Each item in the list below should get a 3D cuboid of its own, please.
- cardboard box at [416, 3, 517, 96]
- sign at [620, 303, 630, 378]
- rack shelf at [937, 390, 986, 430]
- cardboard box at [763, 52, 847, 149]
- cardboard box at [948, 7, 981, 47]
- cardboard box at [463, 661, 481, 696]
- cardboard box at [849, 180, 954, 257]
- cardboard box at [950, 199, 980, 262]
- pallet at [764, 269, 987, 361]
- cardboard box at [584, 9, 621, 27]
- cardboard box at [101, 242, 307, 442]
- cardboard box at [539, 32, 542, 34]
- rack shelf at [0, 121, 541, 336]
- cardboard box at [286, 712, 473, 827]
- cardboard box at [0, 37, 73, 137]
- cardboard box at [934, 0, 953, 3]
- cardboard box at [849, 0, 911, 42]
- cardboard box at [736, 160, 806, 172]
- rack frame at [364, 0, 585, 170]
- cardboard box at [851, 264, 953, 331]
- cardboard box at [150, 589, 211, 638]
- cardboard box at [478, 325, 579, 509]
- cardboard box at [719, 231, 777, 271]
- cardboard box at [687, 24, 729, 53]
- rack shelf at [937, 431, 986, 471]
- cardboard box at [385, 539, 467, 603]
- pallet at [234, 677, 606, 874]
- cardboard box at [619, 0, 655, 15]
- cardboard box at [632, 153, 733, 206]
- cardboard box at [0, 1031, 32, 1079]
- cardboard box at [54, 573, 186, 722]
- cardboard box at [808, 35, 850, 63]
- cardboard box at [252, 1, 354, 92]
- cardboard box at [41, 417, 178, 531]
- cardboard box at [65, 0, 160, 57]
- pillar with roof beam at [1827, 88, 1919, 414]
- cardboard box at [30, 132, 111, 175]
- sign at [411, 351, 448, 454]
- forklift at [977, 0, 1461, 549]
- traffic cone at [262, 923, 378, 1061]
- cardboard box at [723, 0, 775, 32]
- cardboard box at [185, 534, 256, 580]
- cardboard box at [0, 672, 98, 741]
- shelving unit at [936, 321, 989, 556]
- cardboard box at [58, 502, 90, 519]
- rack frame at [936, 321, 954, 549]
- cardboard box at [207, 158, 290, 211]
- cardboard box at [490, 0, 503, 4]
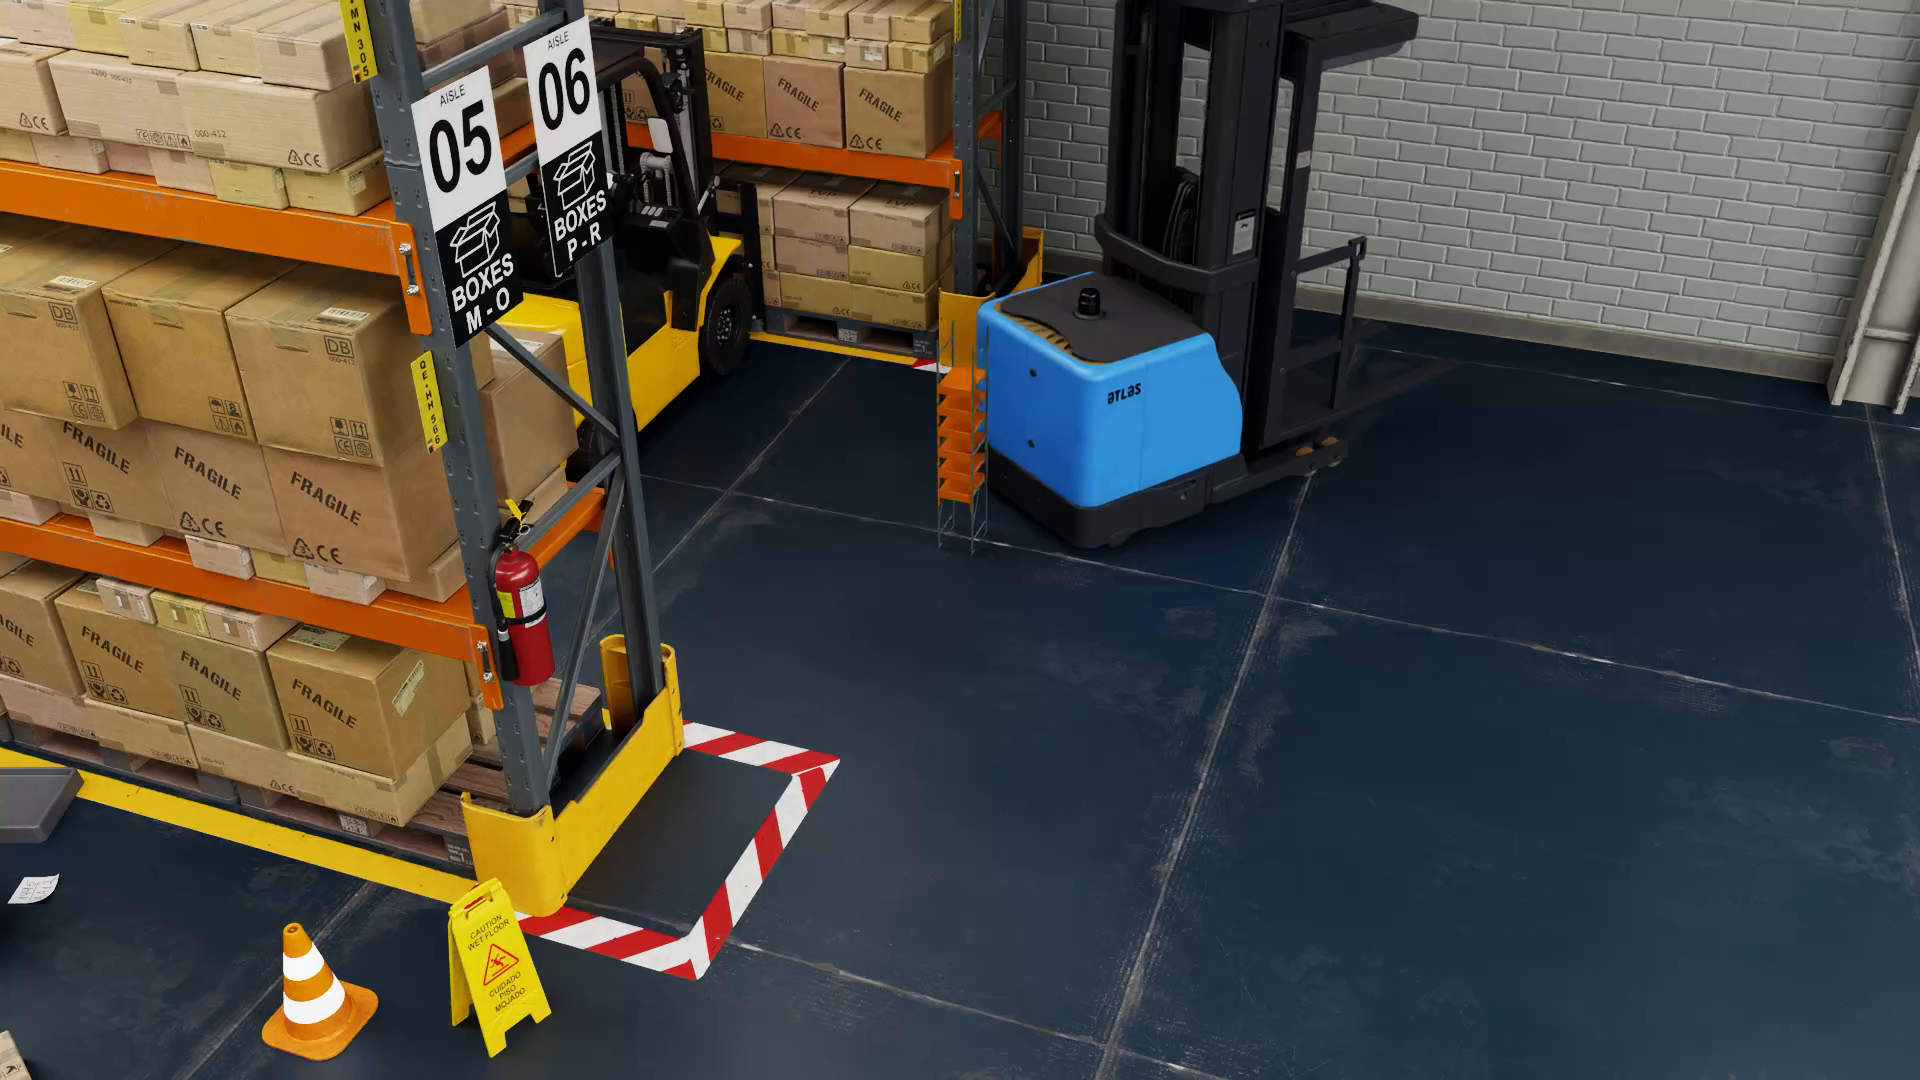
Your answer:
[{"bbox_3d":[-1.868,-1.648,5.635,0.500,0.250,0.500,10,34,16],"label":"cardboard box"},{"bbox_3d":[-1.302,-0.738,6.330,0.005,0.325,0.100,11,34,16],"label":"sign"},{"bbox_3d":[0.014,-0.666,8.314,0.180,0.103,0.258,11,34,16],"label":"rack shelf"},{"bbox_3d":[-0.851,-2.730,10.121,0.500,0.500,0.500,12,35,18],"label":"cardboard box"},{"bbox_3d":[-0.045,-3.142,10.160,0.250,0.149,0.380,10,34,15],"label":"cardboard box"},{"bbox_3d":[-2.173,0.273,7.018,0.500,0.500,0.500,10,34,15],"label":"cardboard box"},{"bbox_3d":[-0.352,-1.999,10.307,0.500,0.250,0.500,12,35,18],"label":"cardboard box"},{"bbox_3d":[-0.186,-2.056,10.856,0.500,0.250,0.500,12,35,17],"label":"cardboard box"},{"bbox_3d":[-0.548,-1.580,11.002,1.213,0.211,1.003,11,34,16],"label":"pallet"},{"bbox_3d":[-2.173,-3.238,10.309,0.250,0.149,0.380,10,34,15],"label":"cardboard box"},{"bbox_3d":[-2.513,-0.763,5.878,0.500,0.500,0.700,11,35,17],"label":"cardboard box"},{"bbox_3d":[-2.754,-3.105,10.702,0.500,0.500,0.500,12,35,17],"label":"cardboard box"},{"bbox_3d":[-3.367,-1.421,6.084,4.000,0.370,1.077,11,34,16],"label":"rack shelf"},{"bbox_3d":[-2.359,0.866,6.790,0.500,0.250,0.500,11,34,16],"label":"cardboard box"},{"bbox_3d":[-3.020,-1.561,5.501,0.500,0.250,0.500,12,35,18],"label":"cardboard box"},{"bbox_3d":[-0.058,-3.243,10.042,0.250,0.149,0.380,10,34,16],"label":"cardboard box"},{"bbox_3d":[-0.465,-3.059,9.758,0.250,0.149,0.380,11,34,17],"label":"cardboard box"},{"bbox_3d":[-1.141,-2.445,10.998,0.500,0.250,0.500,11,34,16],"label":"cardboard box"},{"bbox_3d":[-1.485,-2.618,4.508,0.127,3.000,1.000,11,34,16],"label":"rack frame"},{"bbox_3d":[-0.363,-1.579,10.577,0.500,0.250,0.500,11,35,17],"label":"cardboard box"},{"bbox_3d":[-2.931,0.200,6.533,0.250,0.149,0.380,12,35,17],"label":"cardboard box"},{"bbox_3d":[-1.837,-0.493,6.381,0.500,0.500,0.500,10,34,16],"label":"cardboard box"},{"bbox_3d":[-1.339,-1.974,10.729,0.500,0.250,0.500,10,34,15],"label":"cardboard box"},{"bbox_3d":[-1.450,-3.090,10.080,0.250,0.149,0.380,11,35,17],"label":"cardboard box"},{"bbox_3d":[0.014,-0.464,8.445,0.180,0.103,0.258,11,34,16],"label":"rack shelf"},{"bbox_3d":[-1.909,0.049,6.140,0.250,0.149,0.380,12,35,18],"label":"cardboard box"},{"bbox_3d":[-2.309,0.893,7.172,1.213,0.211,1.003,11,34,16],"label":"pallet"},{"bbox_3d":[-1.899,-3.362,10.228,0.250,0.149,0.380,11,34,17],"label":"cardboard box"},{"bbox_3d":[-1.788,-2.273,10.731,0.500,0.250,0.500,10,34,15],"label":"cardboard box"},{"bbox_3d":[-3.399,1.892,5.682,0.380,0.149,0.250,-25,40,-33],"label":"cardboard box"},{"bbox_3d":[-3.292,0.363,6.879,0.500,0.500,0.500,10,34,15],"label":"cardboard box"},{"bbox_3d":[-0.709,-2.978,9.907,0.250,0.149,0.380,12,35,17],"label":"cardboard box"},{"bbox_3d":[-1.903,-1.498,5.036,0.250,0.149,0.380,11,35,17],"label":"cardboard box"},{"bbox_3d":[-3.028,-0.410,6.254,0.500,0.500,0.500,11,34,16],"label":"cardboard box"},{"bbox_3d":[-2.600,-1.675,5.310,0.250,0.149,0.380,11,35,17],"label":"cardboard box"},{"bbox_3d":[4.031,-2.444,4.240,0.400,9.000,9.100,11,34,16],"label":"pillar with roof beam"},{"bbox_3d":[-2.865,-1.371,5.574,0.250,0.149,0.380,11,34,16],"label":"cardboard box"},{"bbox_3d":[-1.691,-0.437,5.302,0.005,0.325,0.100,11,34,16],"label":"sign"},{"bbox_3d":[1.580,-1.801,8.838,3.031,2.935,1.130,-20,38,-28],"label":"forklift"},{"bbox_3d":[-2.325,1.548,5.925,0.334,0.463,0.336,11,34,16],"label":"traffic cone"},{"bbox_3d":[-1.212,-3.168,9.927,0.250,0.149,0.380,12,35,18],"label":"cardboard box"},{"bbox_3d":[-2.672,-0.030,6.263,0.250,0.149,0.380,12,35,17],"label":"cardboard box"},{"bbox_3d":[-3.779,0.583,7.230,0.500,0.250,0.500,11,34,16],"label":"cardboard box"},{"bbox_3d":[0.014,-0.501,8.420,0.189,1.200,0.258,11,34,16],"label":"shelving unit"},{"bbox_3d":[-3.341,-0.241,6.589,0.250,0.149,0.380,11,34,16],"label":"cardboard box"},{"bbox_3d":[-0.073,-0.518,8.446,0.006,1.200,0.240,11,34,16],"label":"rack frame"},{"bbox_3d":[-2.160,-1.203,5.314,0.250,0.149,0.380,11,35,17],"label":"cardboard box"},{"bbox_3d":[-2.869,-3.406,10.570,0.250,0.149,0.380,11,34,16],"label":"cardboard box"}]
